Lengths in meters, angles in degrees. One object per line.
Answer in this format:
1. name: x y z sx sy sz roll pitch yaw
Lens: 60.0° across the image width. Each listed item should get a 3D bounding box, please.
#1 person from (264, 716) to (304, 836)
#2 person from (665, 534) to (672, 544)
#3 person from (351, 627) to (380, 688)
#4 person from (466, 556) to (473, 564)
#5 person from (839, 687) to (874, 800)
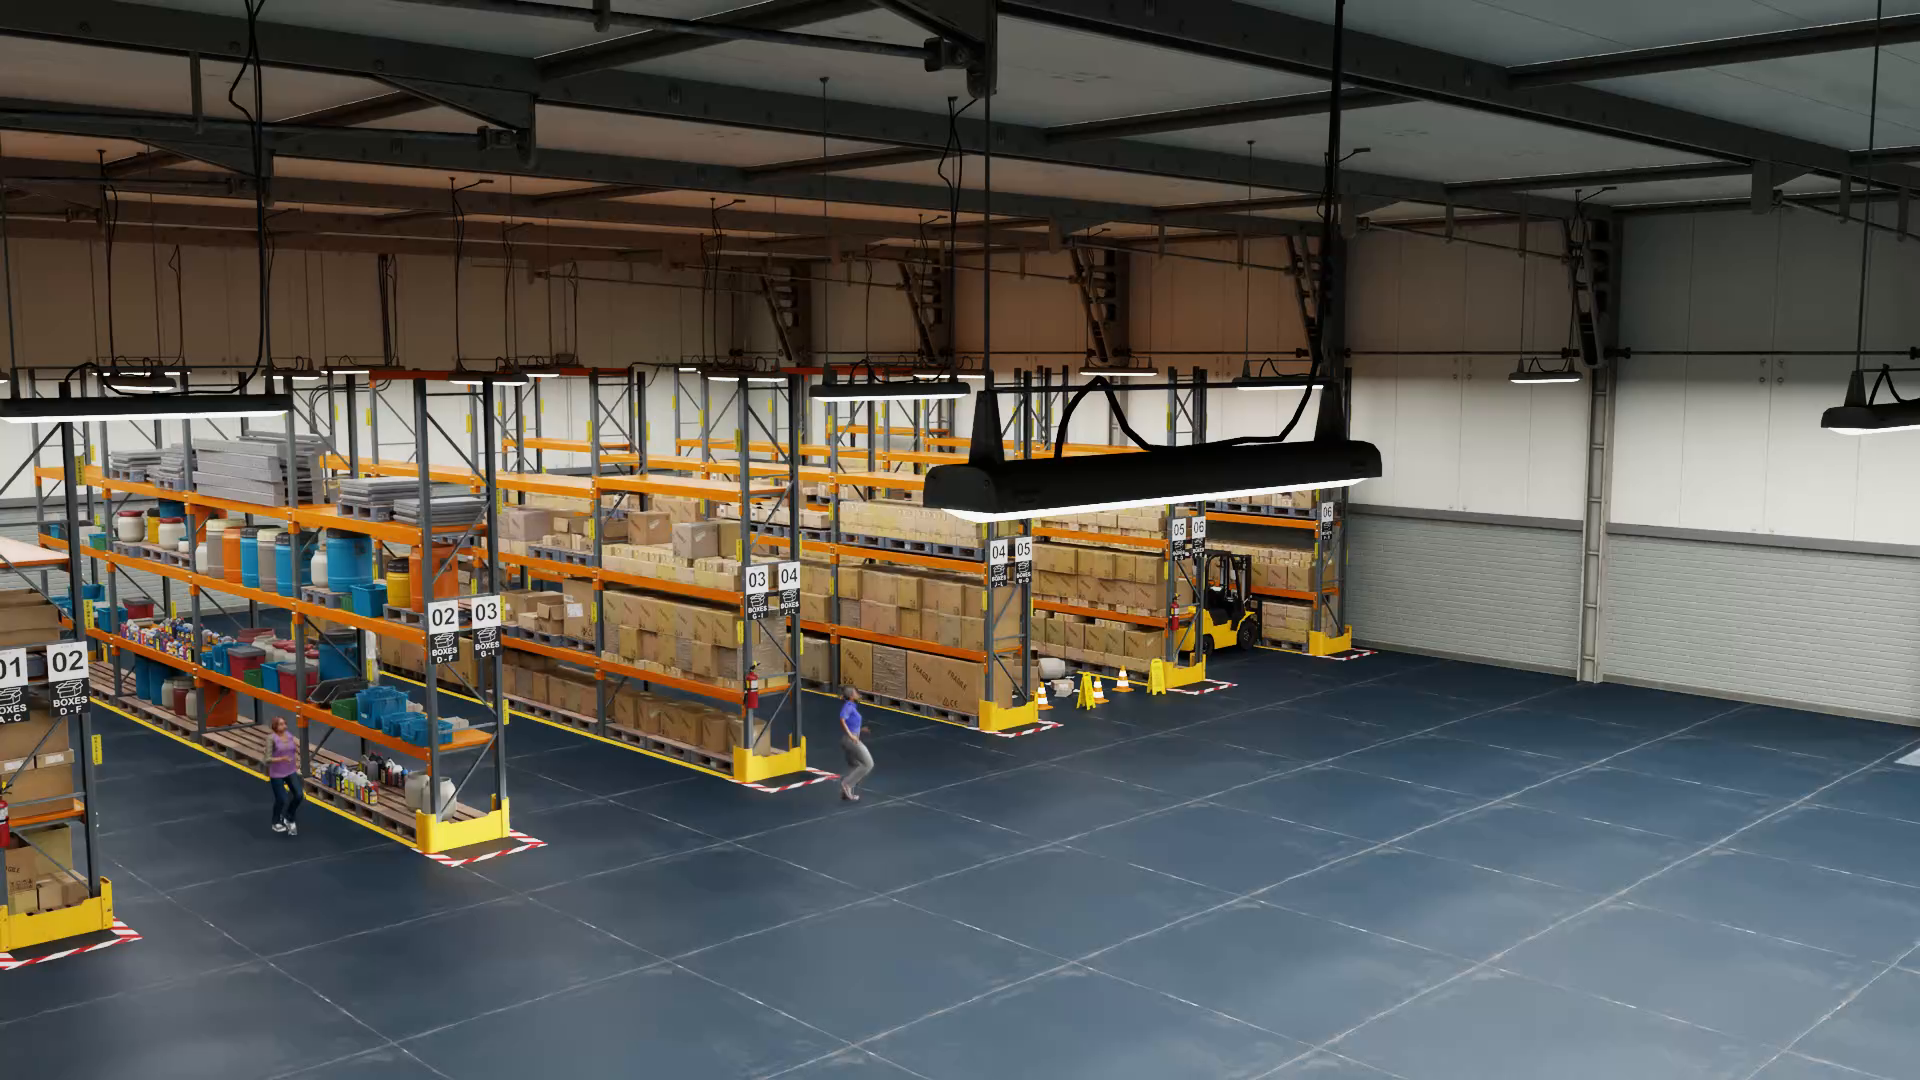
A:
1. person: -8.828 3.091 21.755 0.625 1.604 0.515 5 8 39
2. person: -7.748 0.564 44.133 0.645 1.579 0.699 -2 7 -19
3. person: -10.508 2.133 29.287 0.985 1.792 0.682 5 8 36
4. person: -11.462 1.171 38.729 0.636 1.596 0.539 -2 7 -15
5. person: -1.514 2.875 23.639 0.503 1.576 0.584 -2 7 -15
